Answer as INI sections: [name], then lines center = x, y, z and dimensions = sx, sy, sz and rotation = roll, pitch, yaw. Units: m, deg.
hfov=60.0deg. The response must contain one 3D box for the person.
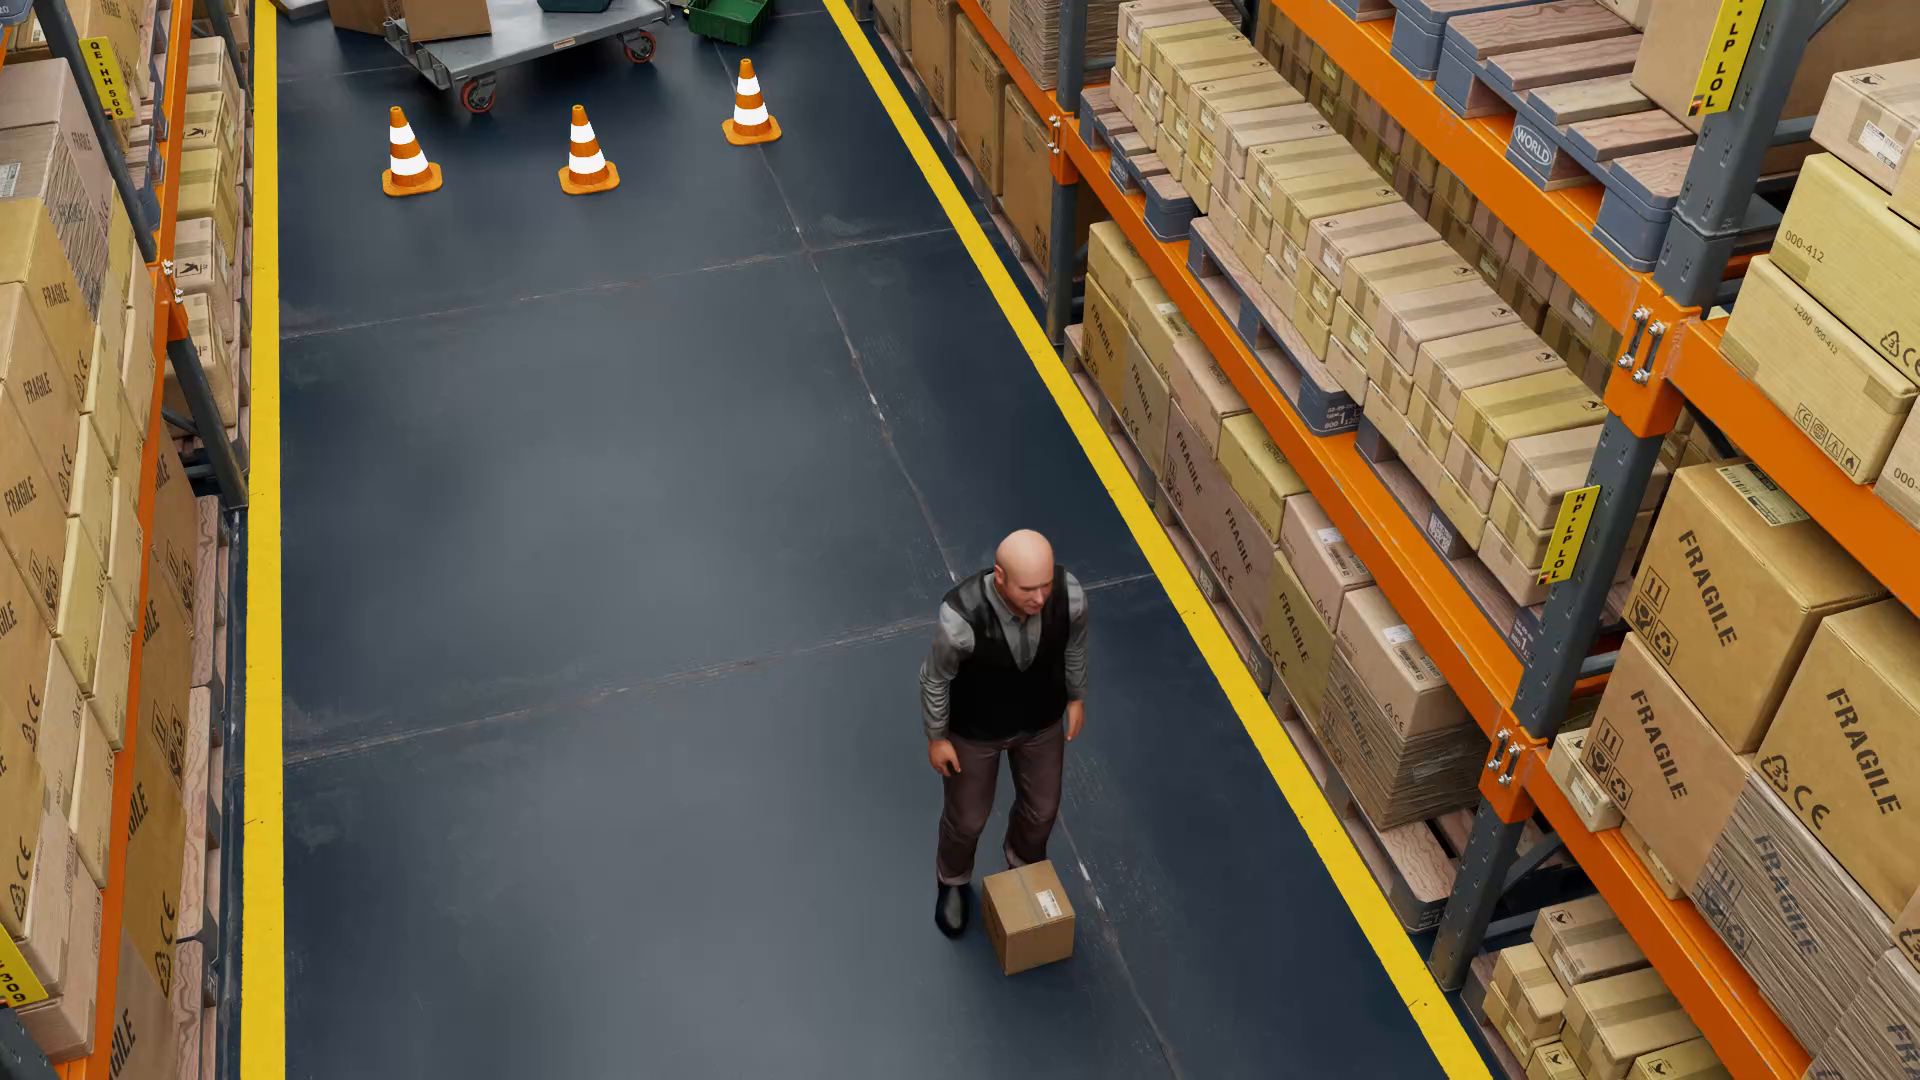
[person]
center = 0.156, 0.608, 5.502
dimensions = 0.583, 1.719, 0.475
rotation = -14, 44, -15
